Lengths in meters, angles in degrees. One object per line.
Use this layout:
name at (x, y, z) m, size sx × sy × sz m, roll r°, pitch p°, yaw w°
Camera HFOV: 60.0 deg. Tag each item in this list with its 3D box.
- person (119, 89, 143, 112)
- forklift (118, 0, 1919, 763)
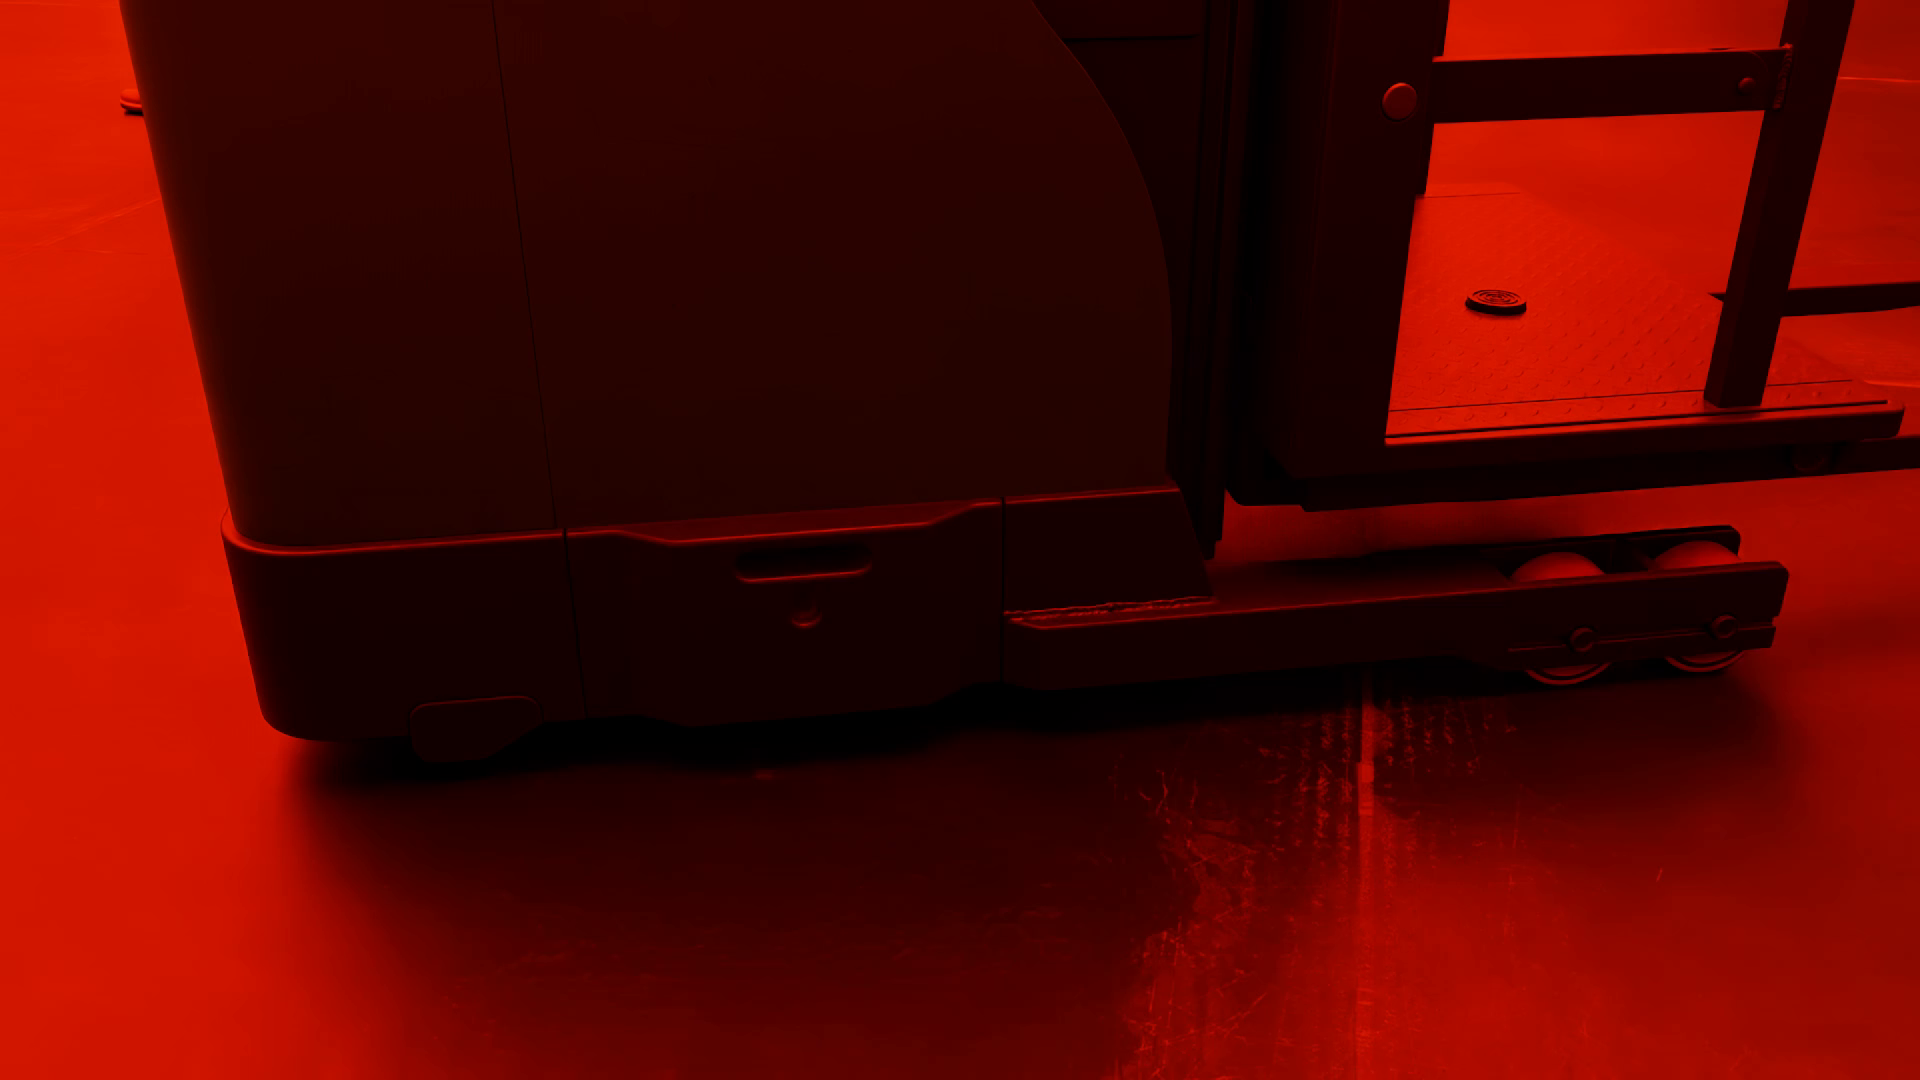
person at (-2.424, -2.081, 4.773) m, size 0.504 × 1.654 × 0.570 m, roll 7°, pitch 28°, yaw 13°
forklift at (0.600, -1.354, 1.930) m, size 3.031 × 2.935 × 1.130 m, roll -4°, pitch 27°, yaw -9°
